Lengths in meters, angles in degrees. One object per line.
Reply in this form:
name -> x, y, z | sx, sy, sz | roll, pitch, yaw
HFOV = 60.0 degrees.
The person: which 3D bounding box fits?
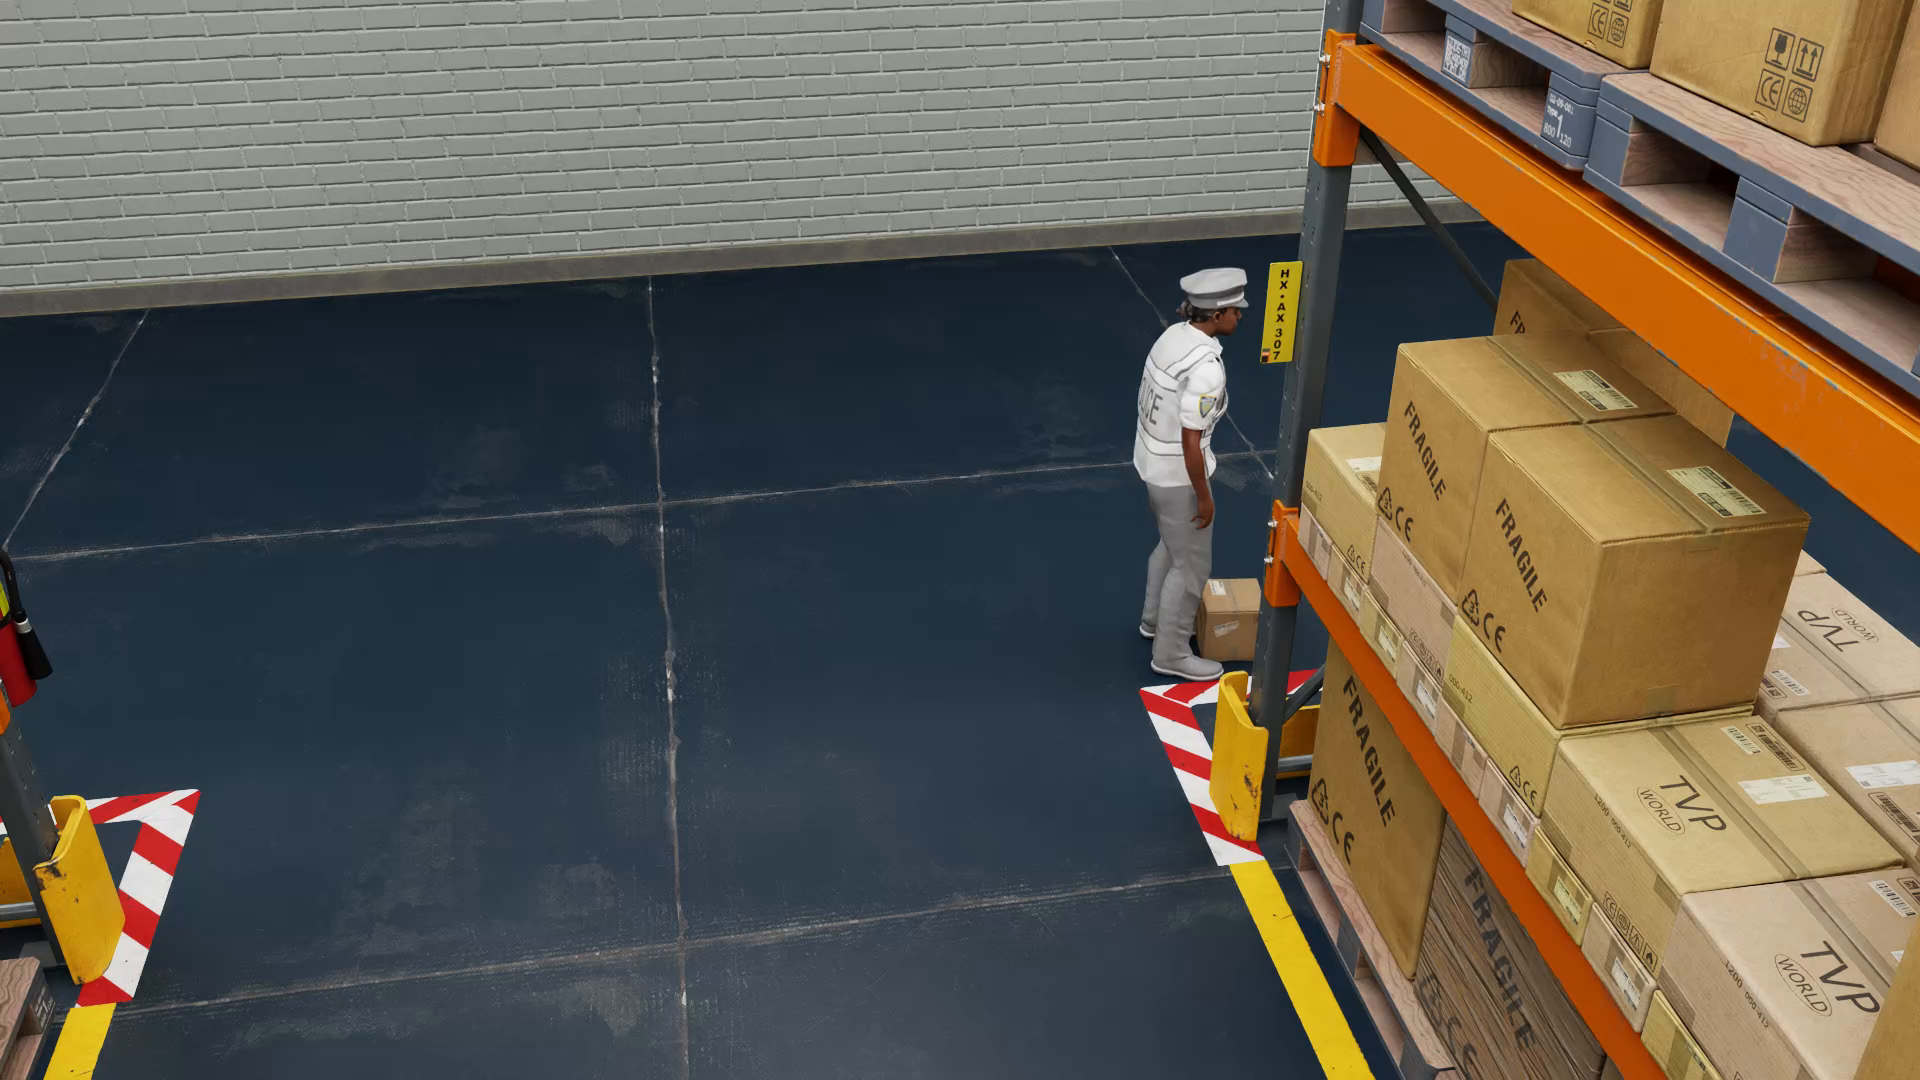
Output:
person -> 0.892, -0.258, 6.566 | 0.398, 1.657, 0.530 | -3, 31, -6
